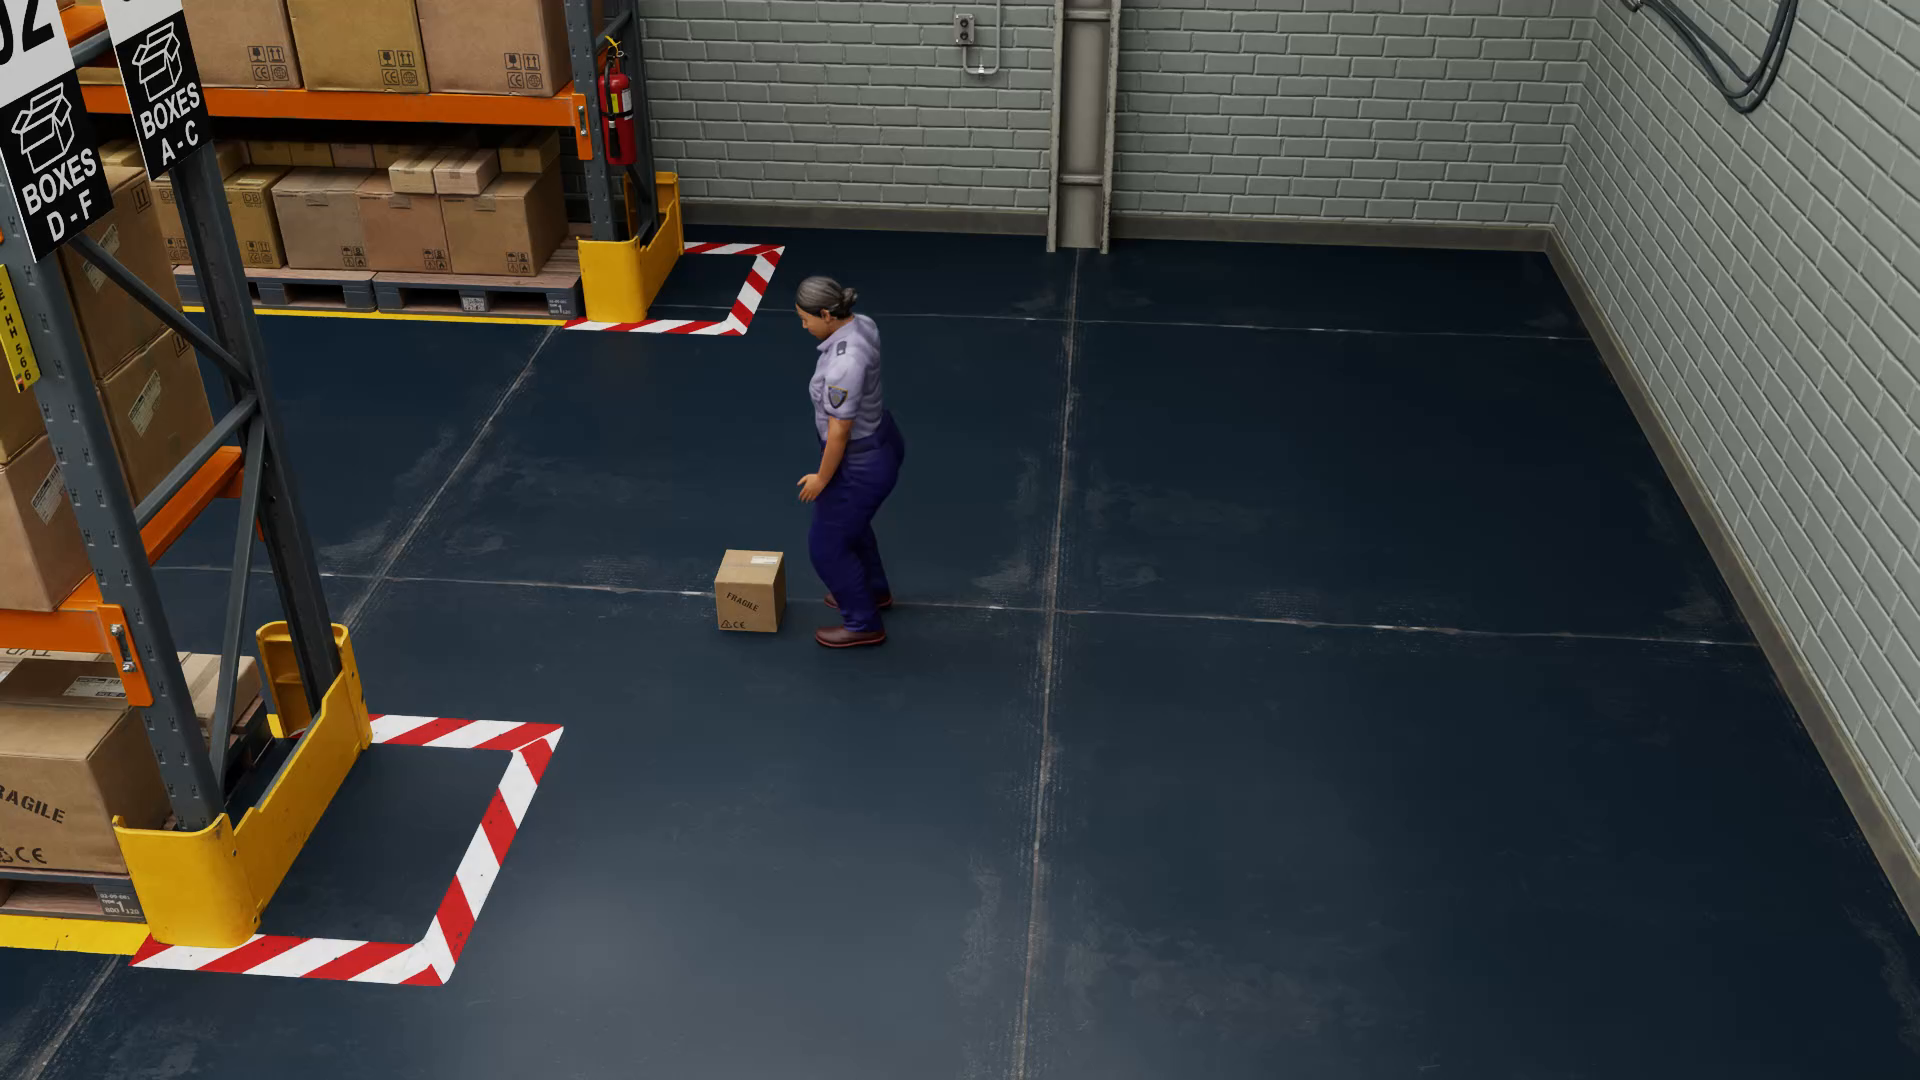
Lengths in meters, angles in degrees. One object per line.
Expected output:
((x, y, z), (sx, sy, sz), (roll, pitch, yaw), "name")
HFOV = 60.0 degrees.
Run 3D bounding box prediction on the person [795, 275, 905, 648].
((-0.432, -0.306, 6.689), (0.390, 1.608, 0.496), (3, 32, 5), "person")
